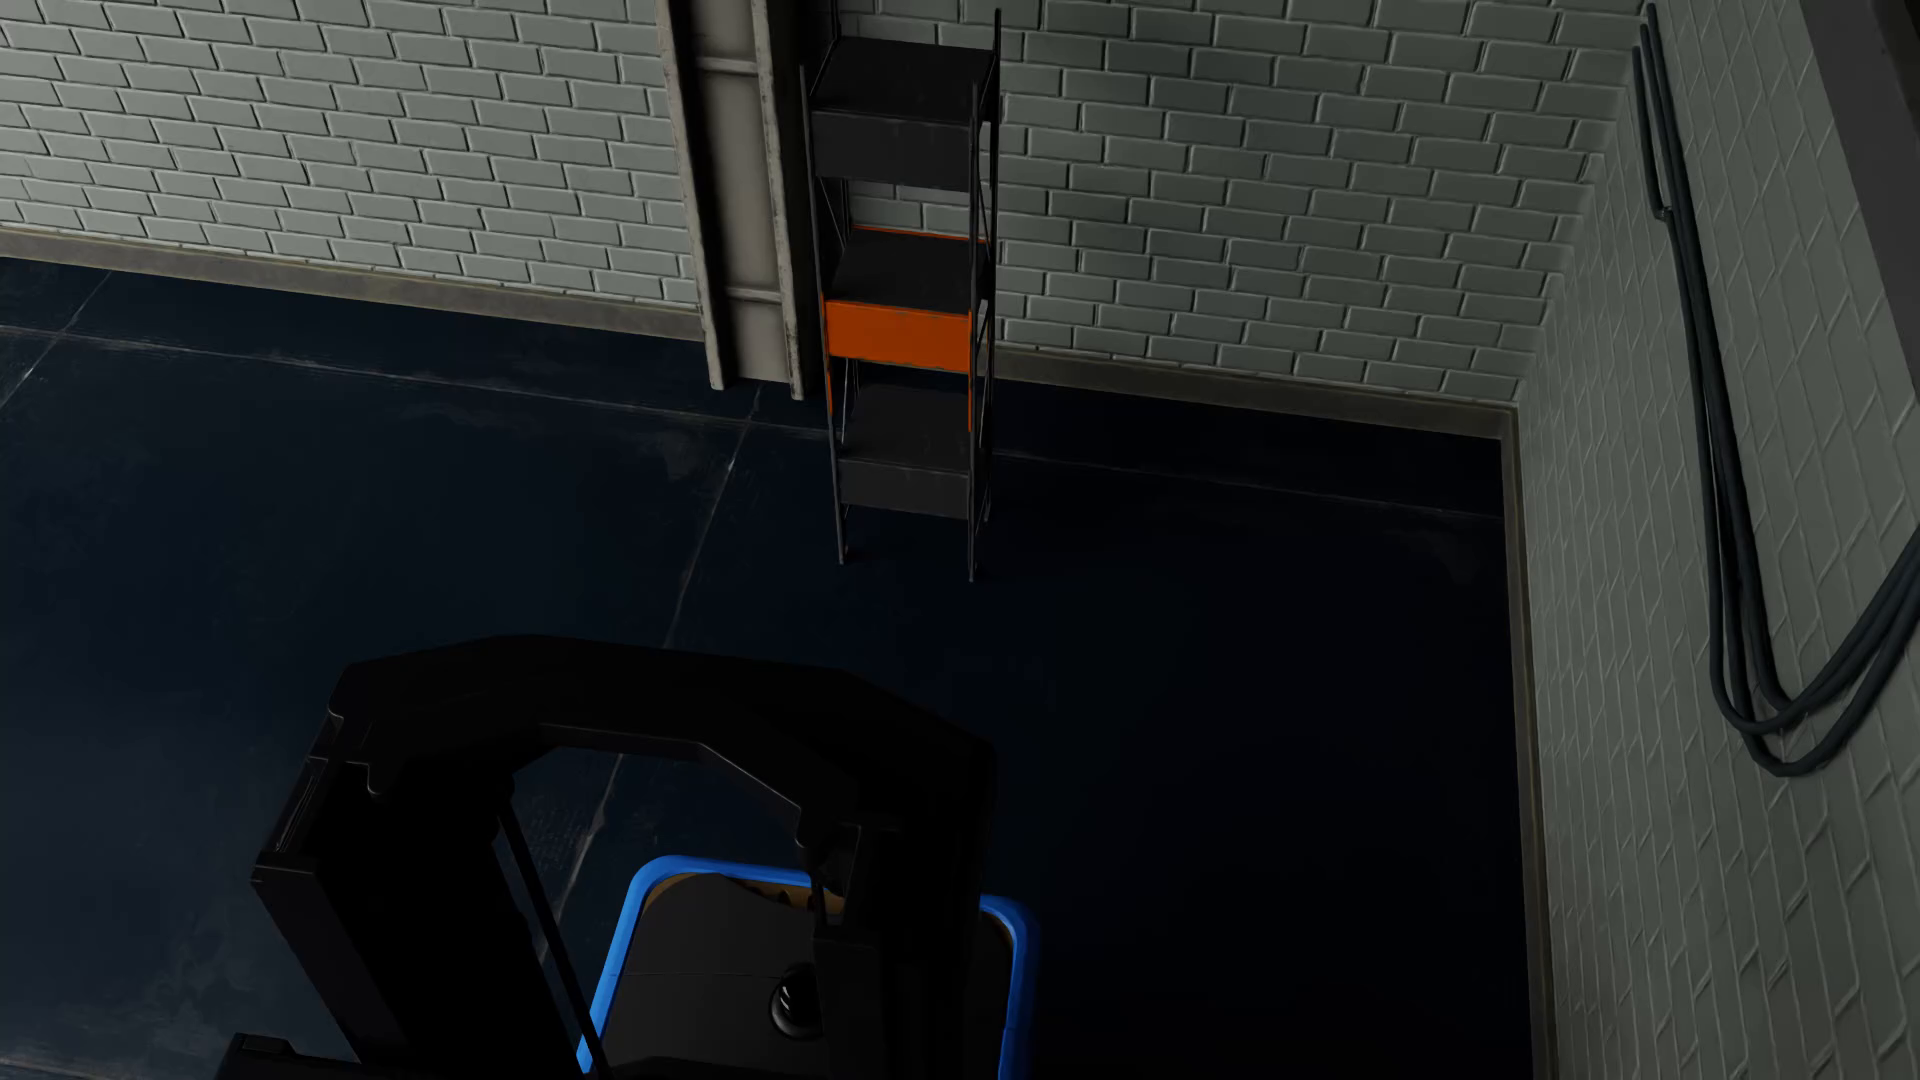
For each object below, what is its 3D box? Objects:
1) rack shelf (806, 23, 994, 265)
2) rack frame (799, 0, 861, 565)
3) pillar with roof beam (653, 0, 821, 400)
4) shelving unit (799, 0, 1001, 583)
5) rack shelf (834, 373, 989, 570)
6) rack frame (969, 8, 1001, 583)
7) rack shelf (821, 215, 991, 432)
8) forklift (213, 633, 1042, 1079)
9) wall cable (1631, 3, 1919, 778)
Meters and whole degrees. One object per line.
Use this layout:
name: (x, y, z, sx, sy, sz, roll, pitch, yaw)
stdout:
rack shelf: (-0.163, -1.182, 4.978, 0.480, 0.518, 0.431, 8, 49, 7)
rack frame: (-0.403, -0.756, 5.518, 0.015, 2.100, 0.400, 8, 49, 7)
pillar with roof beam: (-1.563, -0.562, 0.706, 0.400, 9.000, 9.100, 8, 49, 7)
shelving unit: (-0.163, -0.724, 5.489, 0.503, 2.100, 0.431, 8, 49, 7)
rack shelf: (-0.163, -0.247, 6.019, 0.480, 0.518, 0.431, 8, 49, 7)
rack frame: (0.077, -0.691, 5.460, 0.015, 2.100, 0.400, 8, 49, 7)
rack shelf: (-0.163, -0.715, 5.499, 0.480, 0.518, 0.431, 8, 49, 7)
forklift: (-0.511, 1.648, 2.799, 1.130, 2.935, 3.031, 6, 48, 5)
wall cable: (1.867, -1.318, 3.472, 0.112, 2.526, 3.097, 8, 49, 7)
